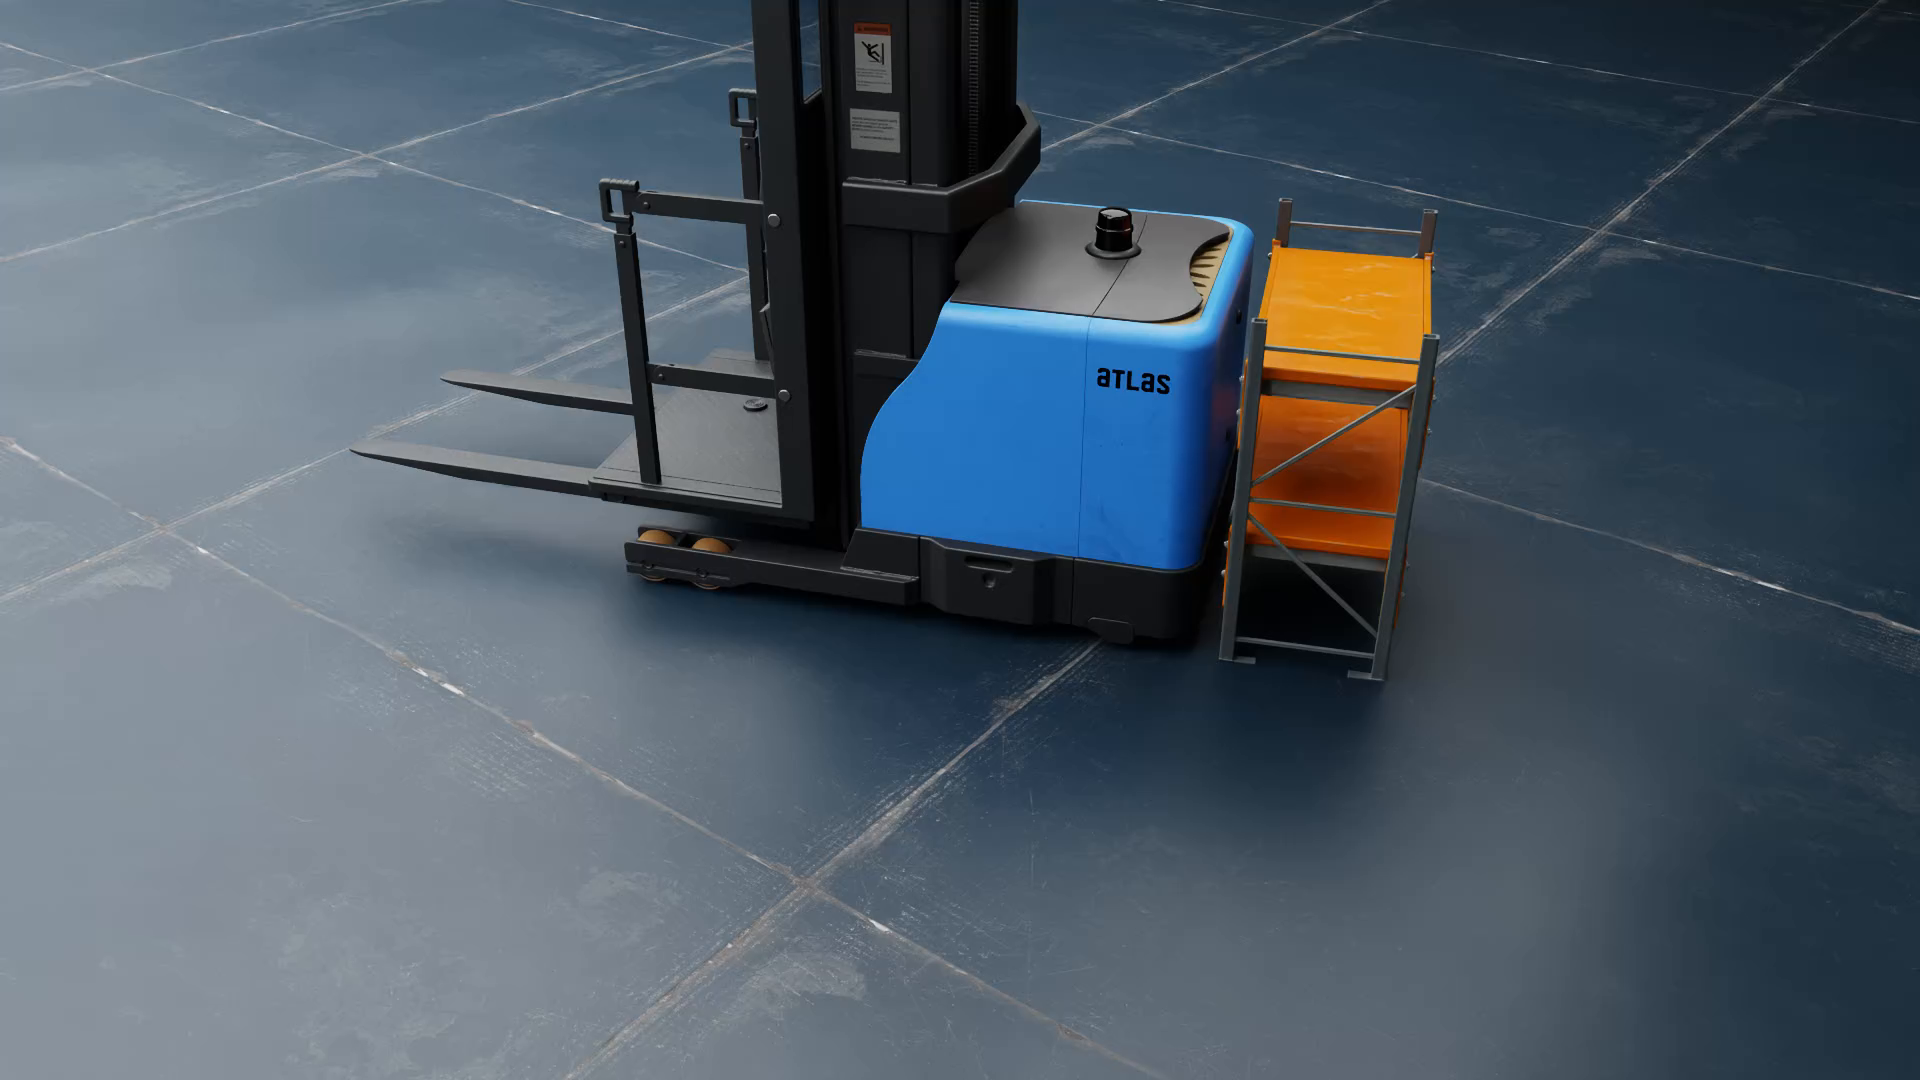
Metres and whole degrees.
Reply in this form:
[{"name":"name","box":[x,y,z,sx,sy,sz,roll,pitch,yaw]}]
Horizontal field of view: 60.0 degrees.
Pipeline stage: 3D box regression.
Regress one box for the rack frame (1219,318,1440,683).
[{"name":"rack frame","box":[1.044,-0.091,4.800,0.500,1.125,0.032,7,31,12]}]

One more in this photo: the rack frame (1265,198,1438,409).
[{"name":"rack frame","box":[1.283,-0.595,5.650,0.500,1.125,0.032,7,31,12]}]

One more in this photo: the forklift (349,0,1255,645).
[{"name":"forklift","box":[-0.607,-1.347,5.148,3.031,2.935,1.130,8,32,13]}]

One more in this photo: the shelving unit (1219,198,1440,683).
[{"name":"shelving unit","box":[1.164,-0.343,5.225,0.538,1.125,1.048,7,31,12]}]

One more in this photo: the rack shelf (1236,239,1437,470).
[{"name":"rack shelf","box":[1.164,-0.595,5.076,0.538,0.278,1.000,7,31,12]}]

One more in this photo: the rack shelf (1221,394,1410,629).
[{"name":"rack shelf","box":[1.164,-0.132,5.350,0.538,0.278,1.000,7,31,12]}]
